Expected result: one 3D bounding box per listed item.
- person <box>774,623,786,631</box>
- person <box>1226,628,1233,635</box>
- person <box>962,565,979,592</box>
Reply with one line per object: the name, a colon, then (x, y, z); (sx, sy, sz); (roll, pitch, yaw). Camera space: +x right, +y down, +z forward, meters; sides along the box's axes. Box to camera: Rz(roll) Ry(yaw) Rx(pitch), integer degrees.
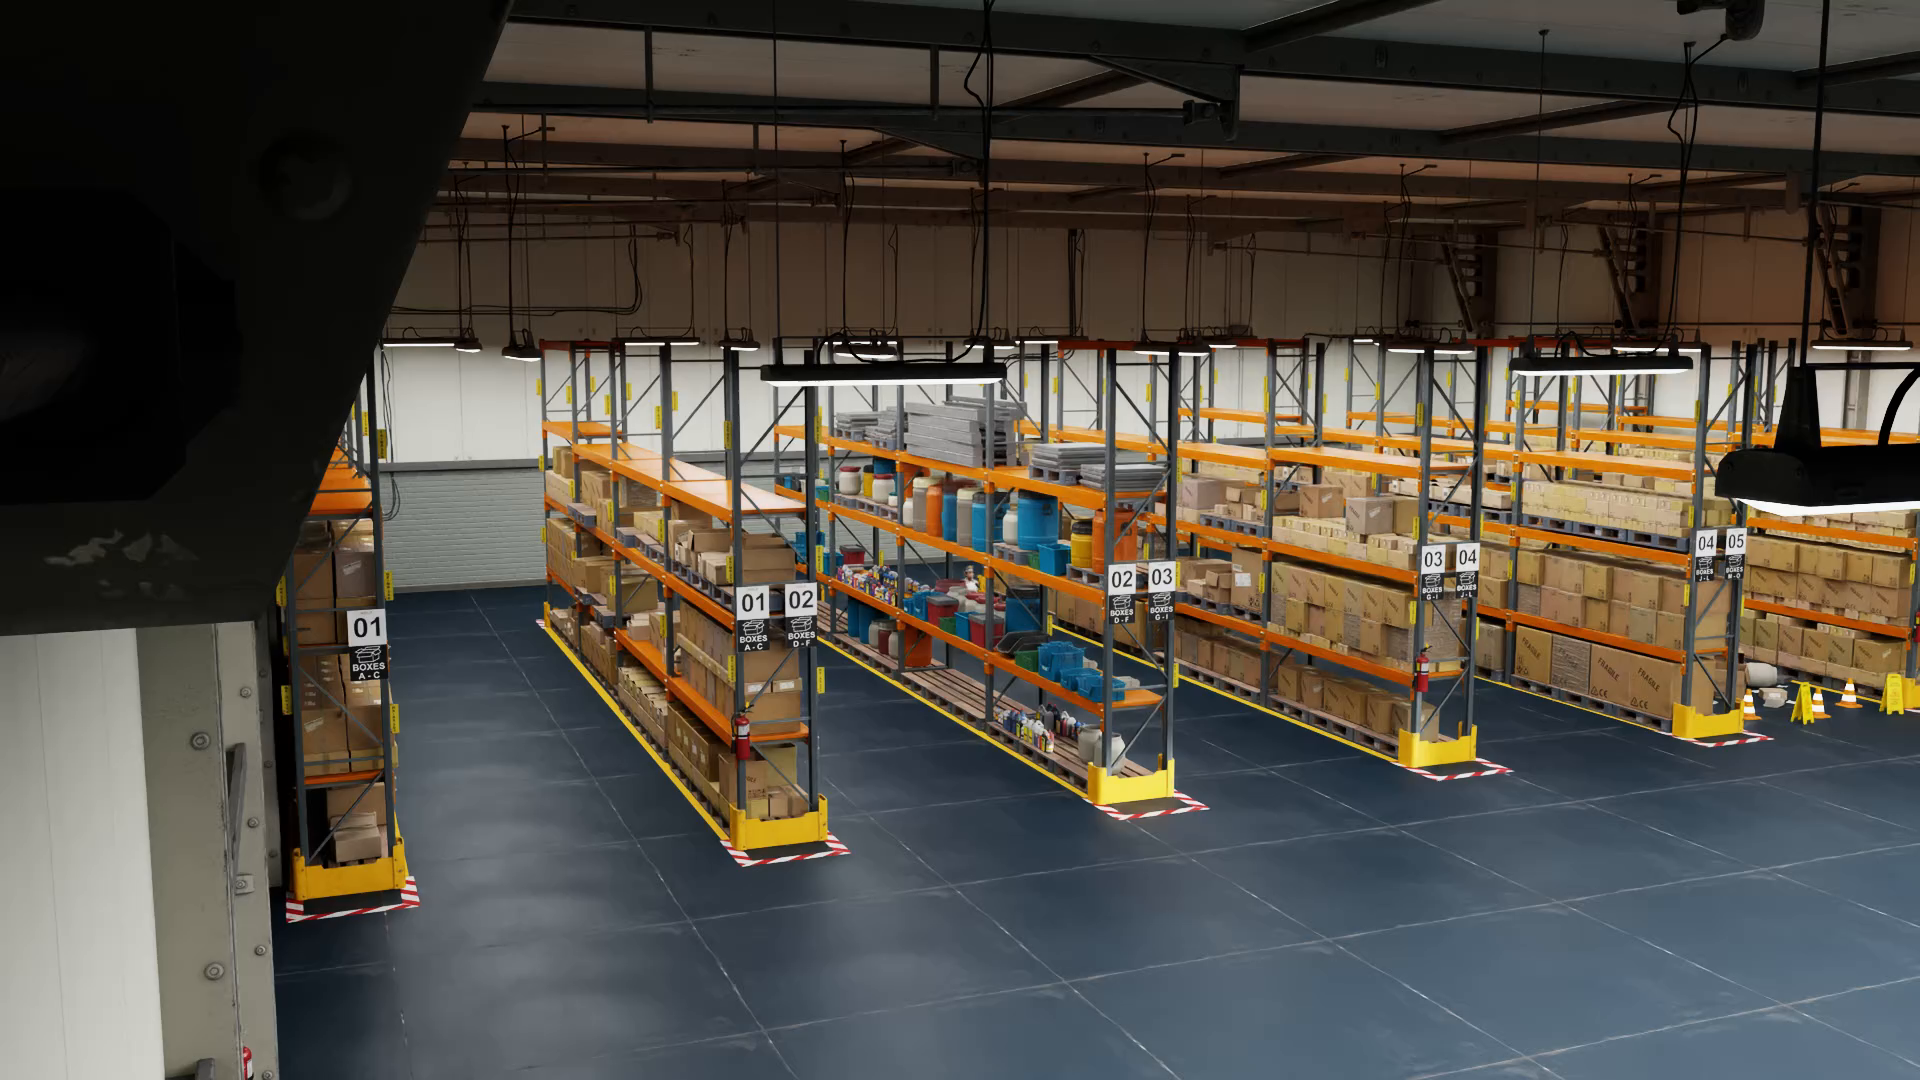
person: (-3.477, 1.288, 32.603); (0.667, 1.633, 0.725); (-1, 8, -10)
person: (5.243, 1.282, 32.756); (0.467, 1.617, 0.449); (-3, 8, -21)
person: (0.177, 1.299, 32.290); (0.490, 1.642, 0.989); (-5, 9, -32)
